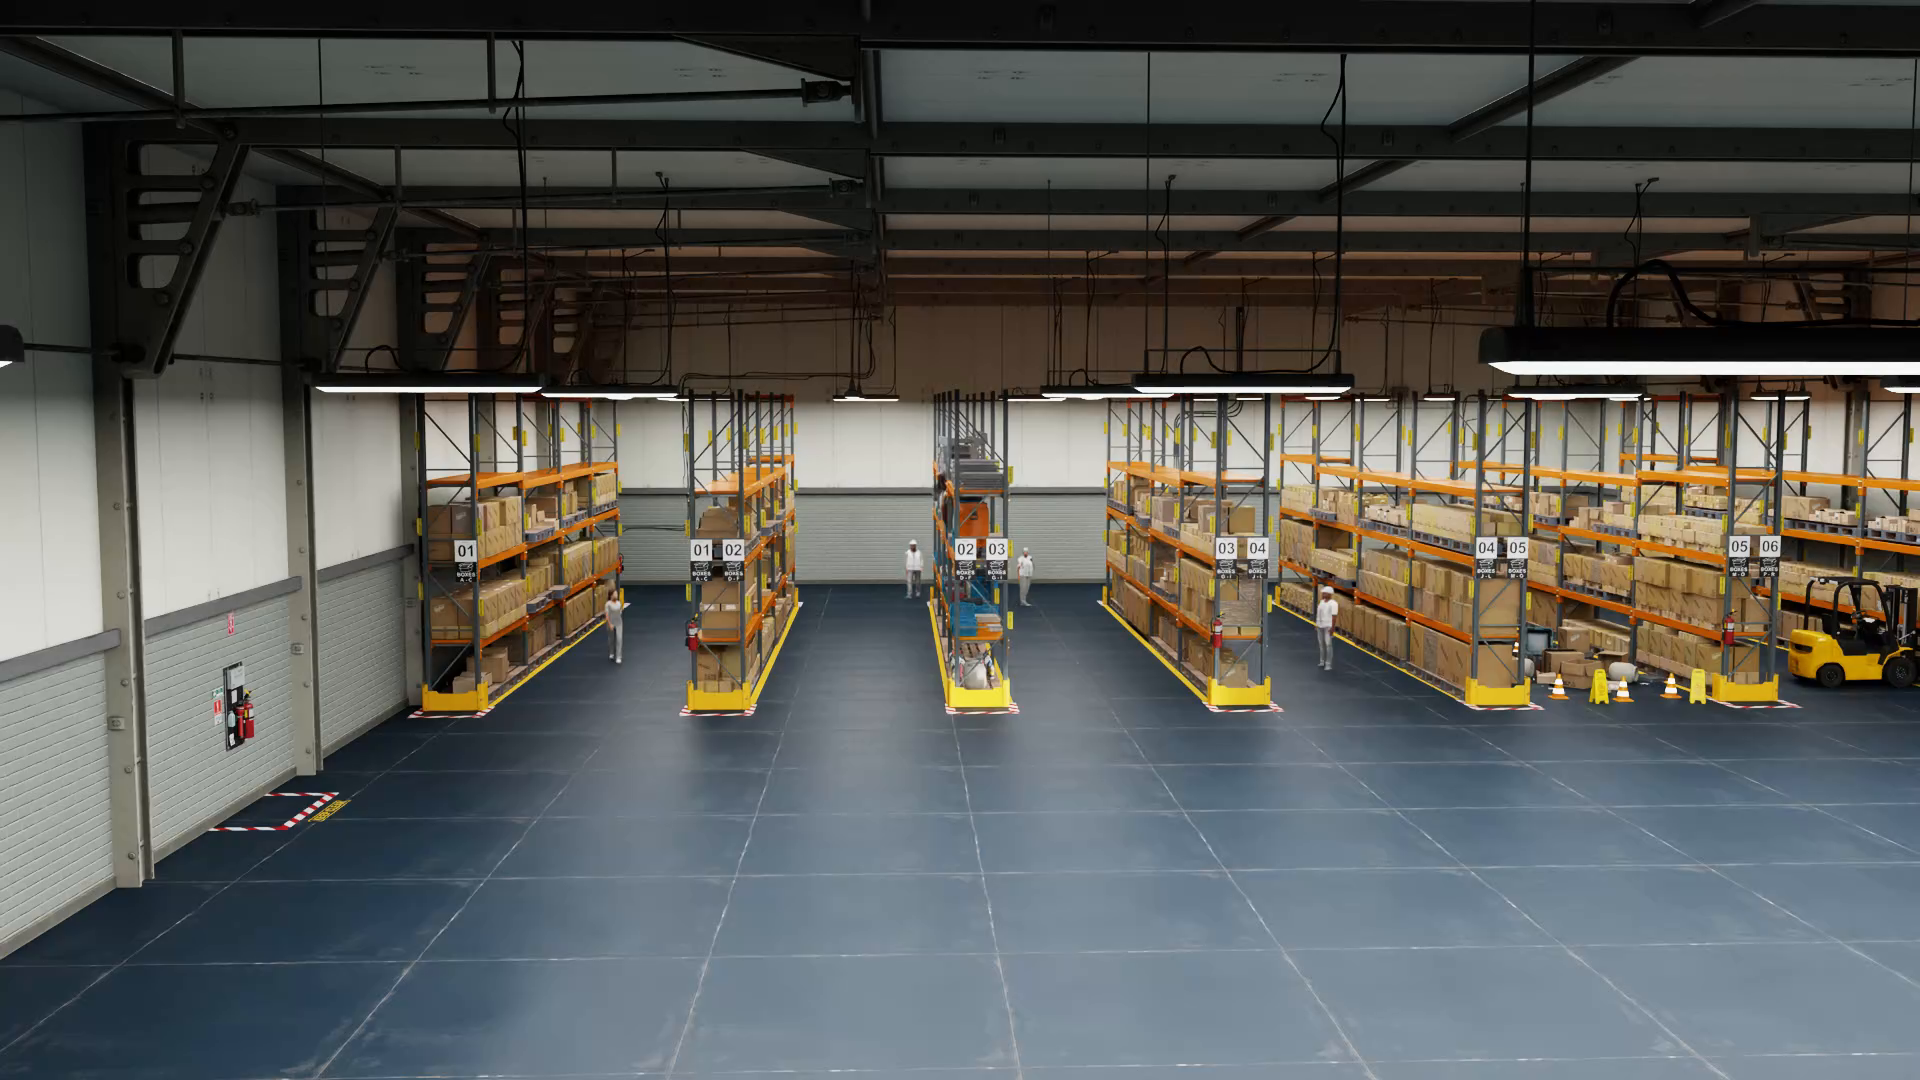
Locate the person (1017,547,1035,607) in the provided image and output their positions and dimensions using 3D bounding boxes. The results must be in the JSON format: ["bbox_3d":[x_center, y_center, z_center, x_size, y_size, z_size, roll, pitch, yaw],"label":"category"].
[{"bbox_3d":[1.904,1.042,47.386,0.514,1.669,0.572,-4,6,-40],"label":"person"}]

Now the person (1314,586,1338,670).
[{"bbox_3d":[7.919,1.913,36.192,0.542,1.805,0.602,-4,6,-43],"label":"person"}]

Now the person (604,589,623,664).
[{"bbox_3d":[-7.676,1.900,36.882,0.394,1.625,1.006,-1,5,-9],"label":"person"}]

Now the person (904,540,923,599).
[{"bbox_3d":[-1.363,0.863,48.908,0.577,1.727,1.046,0,5,2],"label":"person"}]
